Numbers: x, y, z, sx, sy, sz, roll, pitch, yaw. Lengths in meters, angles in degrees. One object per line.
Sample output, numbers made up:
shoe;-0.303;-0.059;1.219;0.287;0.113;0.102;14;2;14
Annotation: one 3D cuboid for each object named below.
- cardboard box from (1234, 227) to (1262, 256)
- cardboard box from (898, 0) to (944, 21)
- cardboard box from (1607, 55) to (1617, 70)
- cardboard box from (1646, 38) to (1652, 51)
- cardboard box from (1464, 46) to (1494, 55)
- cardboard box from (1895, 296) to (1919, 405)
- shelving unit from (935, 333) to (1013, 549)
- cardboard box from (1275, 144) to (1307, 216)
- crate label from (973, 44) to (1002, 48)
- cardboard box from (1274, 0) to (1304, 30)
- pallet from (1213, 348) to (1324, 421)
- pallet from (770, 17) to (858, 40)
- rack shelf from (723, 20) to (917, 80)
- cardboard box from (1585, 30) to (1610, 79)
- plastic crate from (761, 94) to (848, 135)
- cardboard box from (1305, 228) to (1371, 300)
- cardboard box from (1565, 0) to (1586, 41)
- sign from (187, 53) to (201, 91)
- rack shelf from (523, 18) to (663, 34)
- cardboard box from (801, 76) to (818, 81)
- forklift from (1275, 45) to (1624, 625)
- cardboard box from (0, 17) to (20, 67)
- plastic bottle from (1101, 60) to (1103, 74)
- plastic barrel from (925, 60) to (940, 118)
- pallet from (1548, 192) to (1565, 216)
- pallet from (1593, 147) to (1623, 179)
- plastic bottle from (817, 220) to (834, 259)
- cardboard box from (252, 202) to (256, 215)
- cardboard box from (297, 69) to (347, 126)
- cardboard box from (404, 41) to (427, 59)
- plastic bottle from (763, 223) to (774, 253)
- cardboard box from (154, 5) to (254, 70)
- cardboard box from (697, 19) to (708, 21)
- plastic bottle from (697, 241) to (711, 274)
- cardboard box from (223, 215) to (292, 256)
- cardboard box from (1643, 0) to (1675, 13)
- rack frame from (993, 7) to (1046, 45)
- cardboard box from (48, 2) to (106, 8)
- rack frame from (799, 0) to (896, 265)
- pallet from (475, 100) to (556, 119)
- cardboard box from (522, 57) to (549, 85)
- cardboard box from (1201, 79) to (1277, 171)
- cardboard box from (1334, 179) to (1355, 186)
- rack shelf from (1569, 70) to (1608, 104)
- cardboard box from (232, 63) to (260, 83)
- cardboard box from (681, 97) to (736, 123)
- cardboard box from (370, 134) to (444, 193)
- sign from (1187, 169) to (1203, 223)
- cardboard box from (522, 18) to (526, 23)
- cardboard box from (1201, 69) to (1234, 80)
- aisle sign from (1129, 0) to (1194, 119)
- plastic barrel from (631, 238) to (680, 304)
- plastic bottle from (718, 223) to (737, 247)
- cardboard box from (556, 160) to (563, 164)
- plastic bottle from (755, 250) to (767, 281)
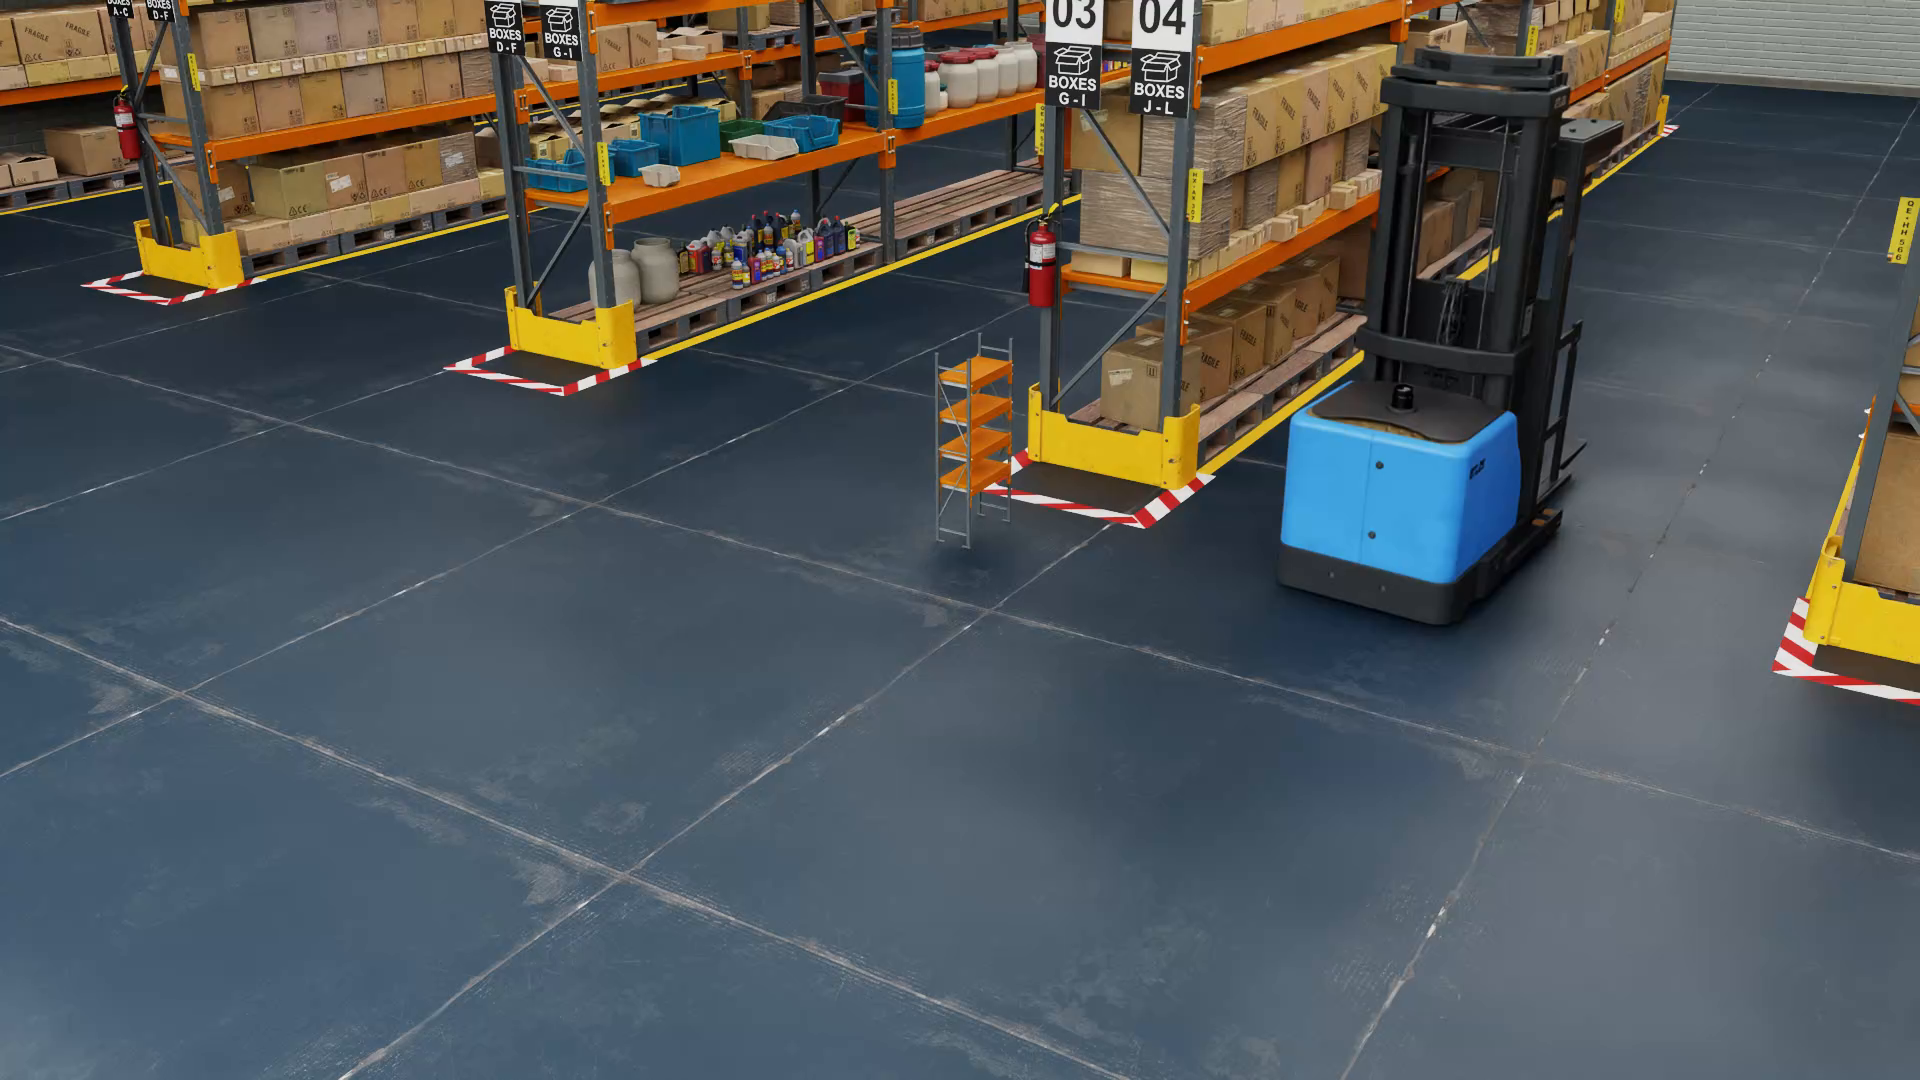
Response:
cardboard box;1.891;-2.118;11.683;0.380;0.149;0.250;14;27;29
cardboard box;-0.590;-8.142;25.156;0.500;0.500;0.500;15;27;30
cardboard box;7.762;-5.819;20.231;0.380;0.149;0.250;14;27;29
cardboard box;8.852;-6.517;21.844;0.380;0.149;0.250;14;27;29
cardboard box;4.963;-4.602;16.450;0.500;0.500;0.500;10;25;23
cardboard box;5.311;-0.984;8.558;0.875;0.550;0.550;14;27;29
shelving unit;0.087;-0.606;10.141;0.258;1.200;0.503;14;27;29
cardboard box;2.043;-2.736;12.294;0.875;0.500;0.500;14;27;29
crate label;0.252;-5.329;18.740;0.502;0.435;0.616;14;27;29
cardboard box;1.999;-3.612;11.230;0.500;0.250;0.500;14;27;29
pallet;2.137;-1.277;12.933;1.003;0.211;1.213;14;27;29
pallet;-2.179;-7.200;23.348;1.003;0.211;1.213;14;27;29
rack shelf;-2.146;-6.976;23.494;1.077;0.370;4.000;14;27;29
cardboard box;7.309;-5.735;19.595;0.500;0.500;0.500;14;27;29
plastic crate;-1.488;-4.063;15.938;0.767;0.338;0.504;14;27;29
cardboard box;3.446;-2.461;14.752;0.700;0.500;0.500;12;26;25
cardboard box;6.622;-5.964;18.861;0.797;0.503;0.637;14;27;30
sign;-6.952;-4.246;15.094;0.100;0.325;0.005;14;27;29
rack shelf;-6.356;-8.013;25.889;1.077;0.370;4.000;14;27;29
cardboard box;-1.906;-6.303;23.626;0.500;0.500;0.500;13;27;27
forklift;3.082;-1.411;9.820;1.130;2.935;3.031;16;28;33
cardboard box;-10.855;-5.515;18.434;0.500;0.500;0.500;14;27;29
plastic bottle;1.644;-5.645;19.764;0.097;0.201;0.097;0;23;0
plastic barrel;-0.413;-4.581;16.885;0.433;0.535;0.433;0;23;0
pallet;6.338;-3.935;19.073;1.003;0.211;1.213;14;27;29
pallet;7.791;-4.864;21.221;1.003;0.211;1.213;14;27;29
plastic bottle;-1.300;-2.885;15.920;0.144;0.351;0.185;12;26;26
cardboard box;-7.135;-3.276;16.974;0.500;0.250;0.500;14;27;29
cardboard box;-6.624;-4.476;16.689;0.700;0.500;0.500;14;27;29
cardboard box;-5.810;-5.145;17.416;0.380;0.149;0.250;14;27;29
plastic bottle;-1.856;-2.932;16.127;0.097;0.271;0.097;0;23;0
cardboard box;-7.135;-4.745;15.676;0.700;0.500;0.500;14;27;29
cardboard box;-4.380;-9.025;29.122;0.380;0.149;0.250;13;27;28
plastic bottle;-2.371;-2.616;15.382;0.061;0.283;0.133;14;27;29
cardboard box;-6.949;-2.996;16.328;0.500;0.250;0.500;14;27;29
cardboard box;9.400;-7.446;22.545;0.500;0.500;0.500;14;27;30
rack frame;1.019;-9.331;28.029;1.000;3.000;0.127;14;27;29
cardboard box;-10.490;-6.147;19.892;0.500;0.500;0.500;15;27;30
rack frame;-1.104;-4.242;16.272;1.000;3.000;0.127;14;27;29
pallet;-6.931;-6.638;25.319;1.003;0.211;1.213;14;27;29
cardboard box;-5.088;-5.387;19.108;0.500;0.250;0.500;16;28;32
cardboard box;1.785;-2.791;11.162;0.500;0.500;0.500;14;27;29
cardboard box;2.917;-2.800;13.259;0.380;0.149;0.250;14;27;29
rack shelf;6.269;-4.899;18.696;1.077;0.370;4.000;14;27;29
cardboard box;-6.894;-4.451;15.815;0.380;0.149;0.250;13;27;28
cardboard box;-3.268;-5.591;21.616;0.500;0.311;0.500;15;27;30
cardboard box;-5.904;-4.018;17.744;0.500;0.500;0.500;14;27;29
sign;1.455;-2.137;10.322;0.100;0.325;0.005;14;27;29
cardboard box;-6.688;-7.780;24.736;0.380;0.149;0.250;15;27;31
cardboard box;1.599;-3.071;11.808;0.500;0.500;0.500;14;27;29
aisle sign;1.216;-2.963;10.046;0.394;0.787;0.004;14;27;29
plastic barrel;-2.668;-2.350;14.506;0.421;0.512;0.421;0;23;0
plastic bottle;-2.206;-2.835;15.804;0.144;0.351;0.185;14;27;29
cardboard box;-4.887;-4.296;19.331;0.500;0.250;0.500;13;27;28
plastic bottle;-1.812;-2.504;15.138;0.097;0.271;0.097;0;23;0
